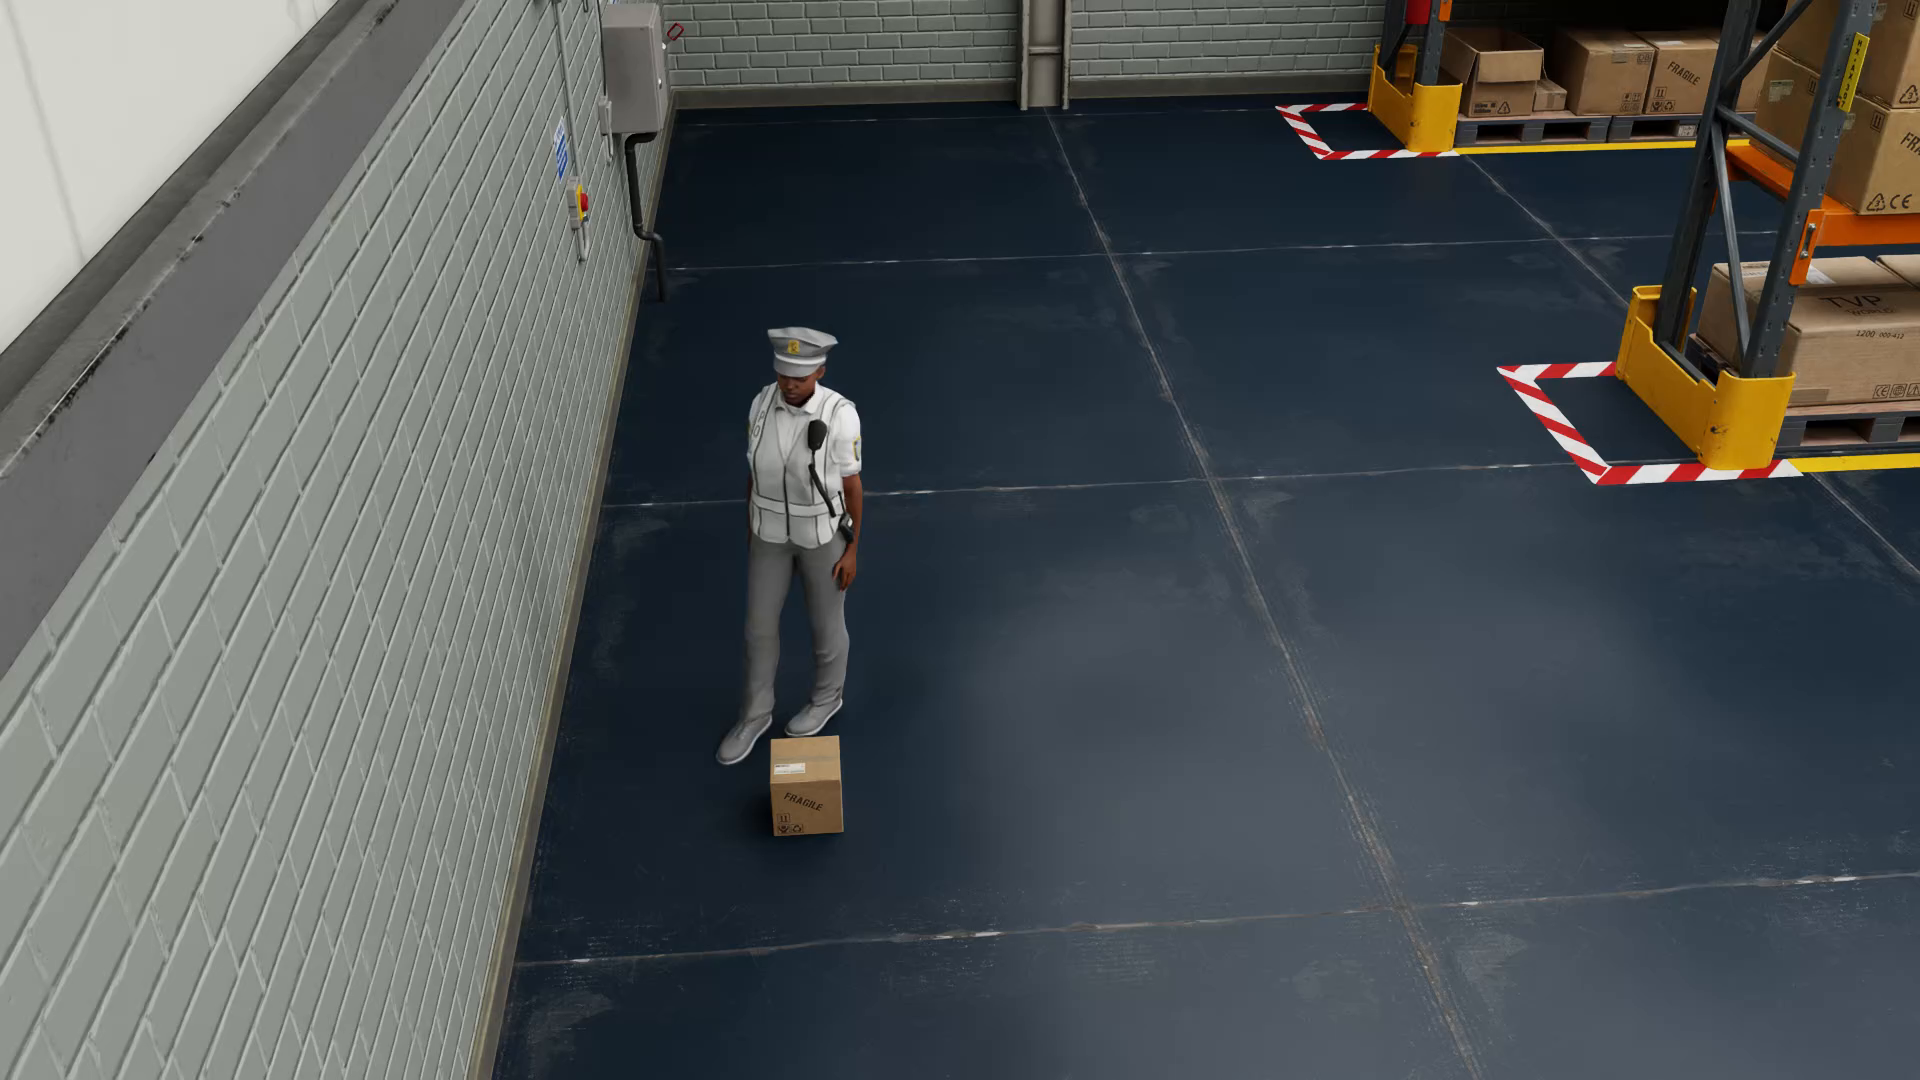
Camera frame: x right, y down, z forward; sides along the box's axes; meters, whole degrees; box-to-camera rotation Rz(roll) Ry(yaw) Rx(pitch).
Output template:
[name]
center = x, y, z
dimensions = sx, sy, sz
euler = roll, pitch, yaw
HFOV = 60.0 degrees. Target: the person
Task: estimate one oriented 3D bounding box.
[person]
center = -0.630, 0.038, 6.046
dimensions = 0.512, 1.689, 0.526
euler = 8, 32, 14
